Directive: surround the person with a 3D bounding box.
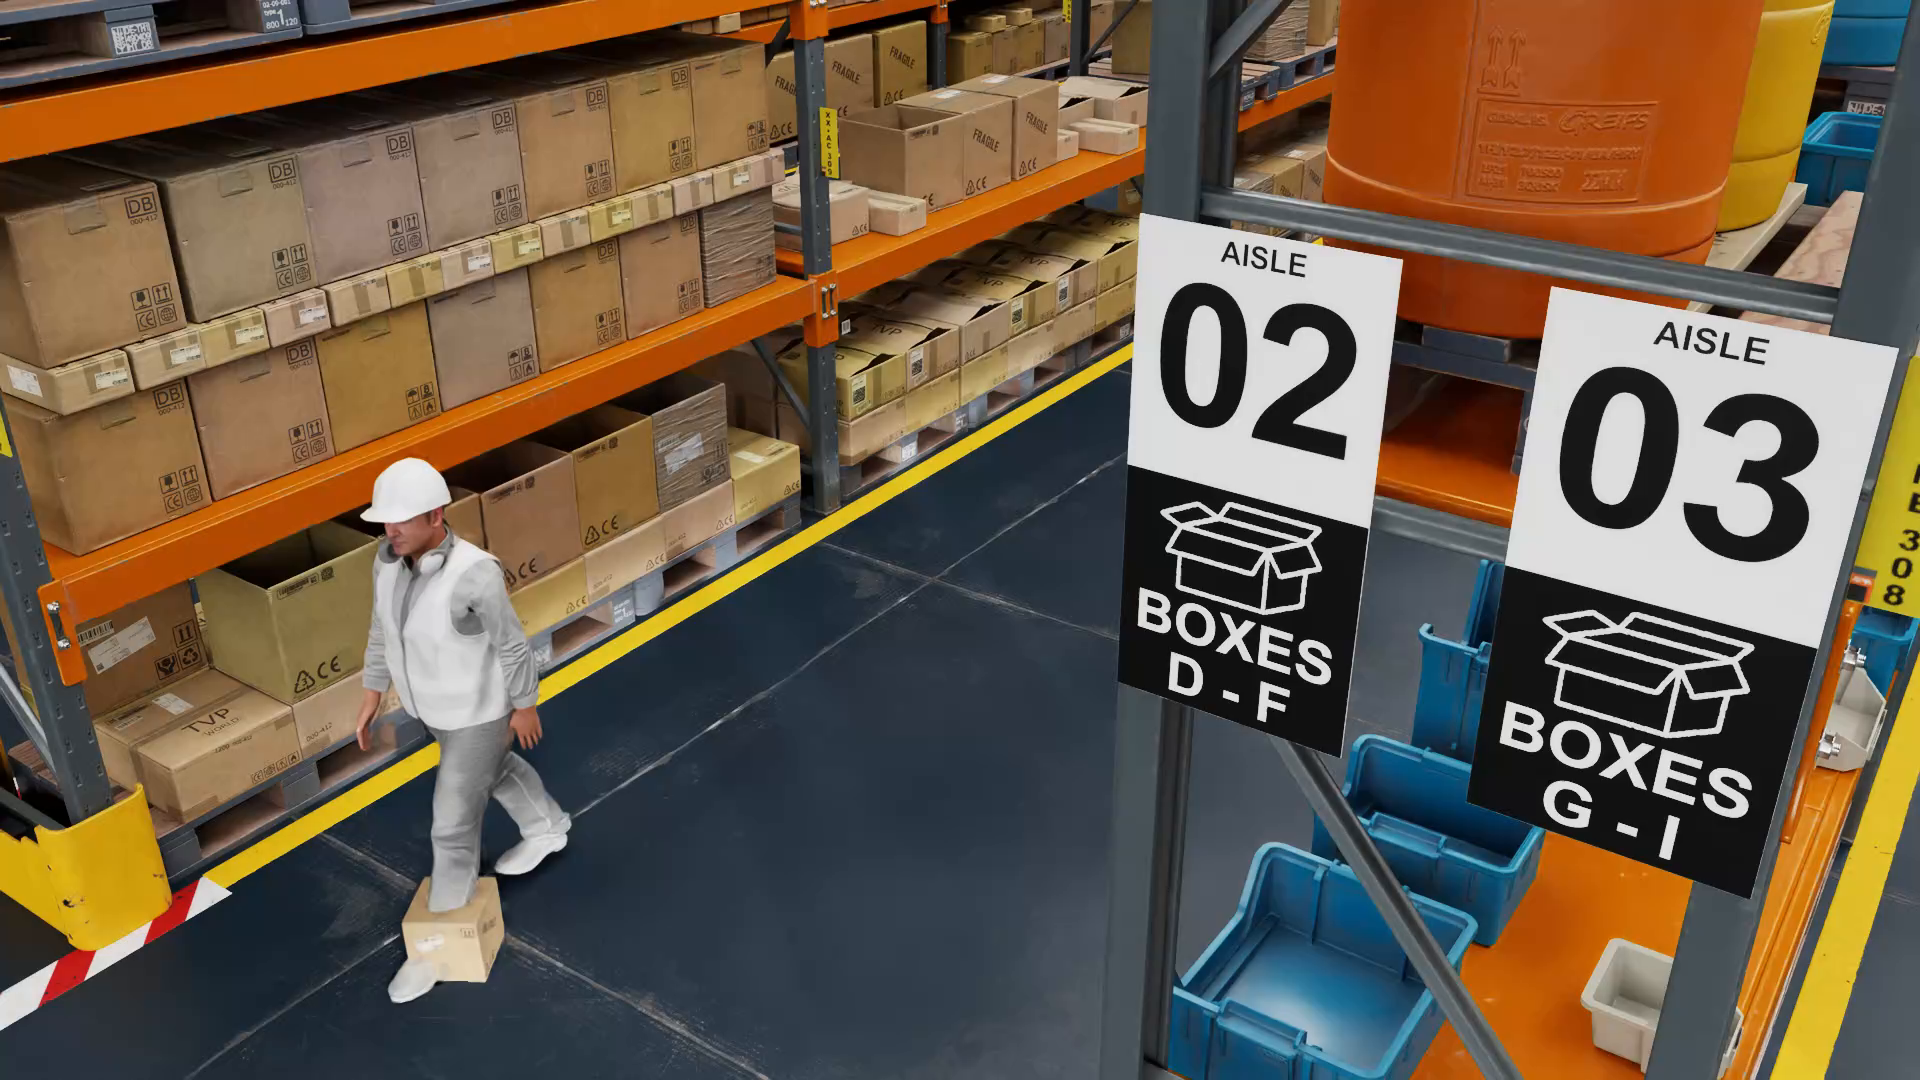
[{"bbox_3d":[-1.704,0.552,5.497,0.445,1.759,0.906,19,32,32],"label":"person"}]
